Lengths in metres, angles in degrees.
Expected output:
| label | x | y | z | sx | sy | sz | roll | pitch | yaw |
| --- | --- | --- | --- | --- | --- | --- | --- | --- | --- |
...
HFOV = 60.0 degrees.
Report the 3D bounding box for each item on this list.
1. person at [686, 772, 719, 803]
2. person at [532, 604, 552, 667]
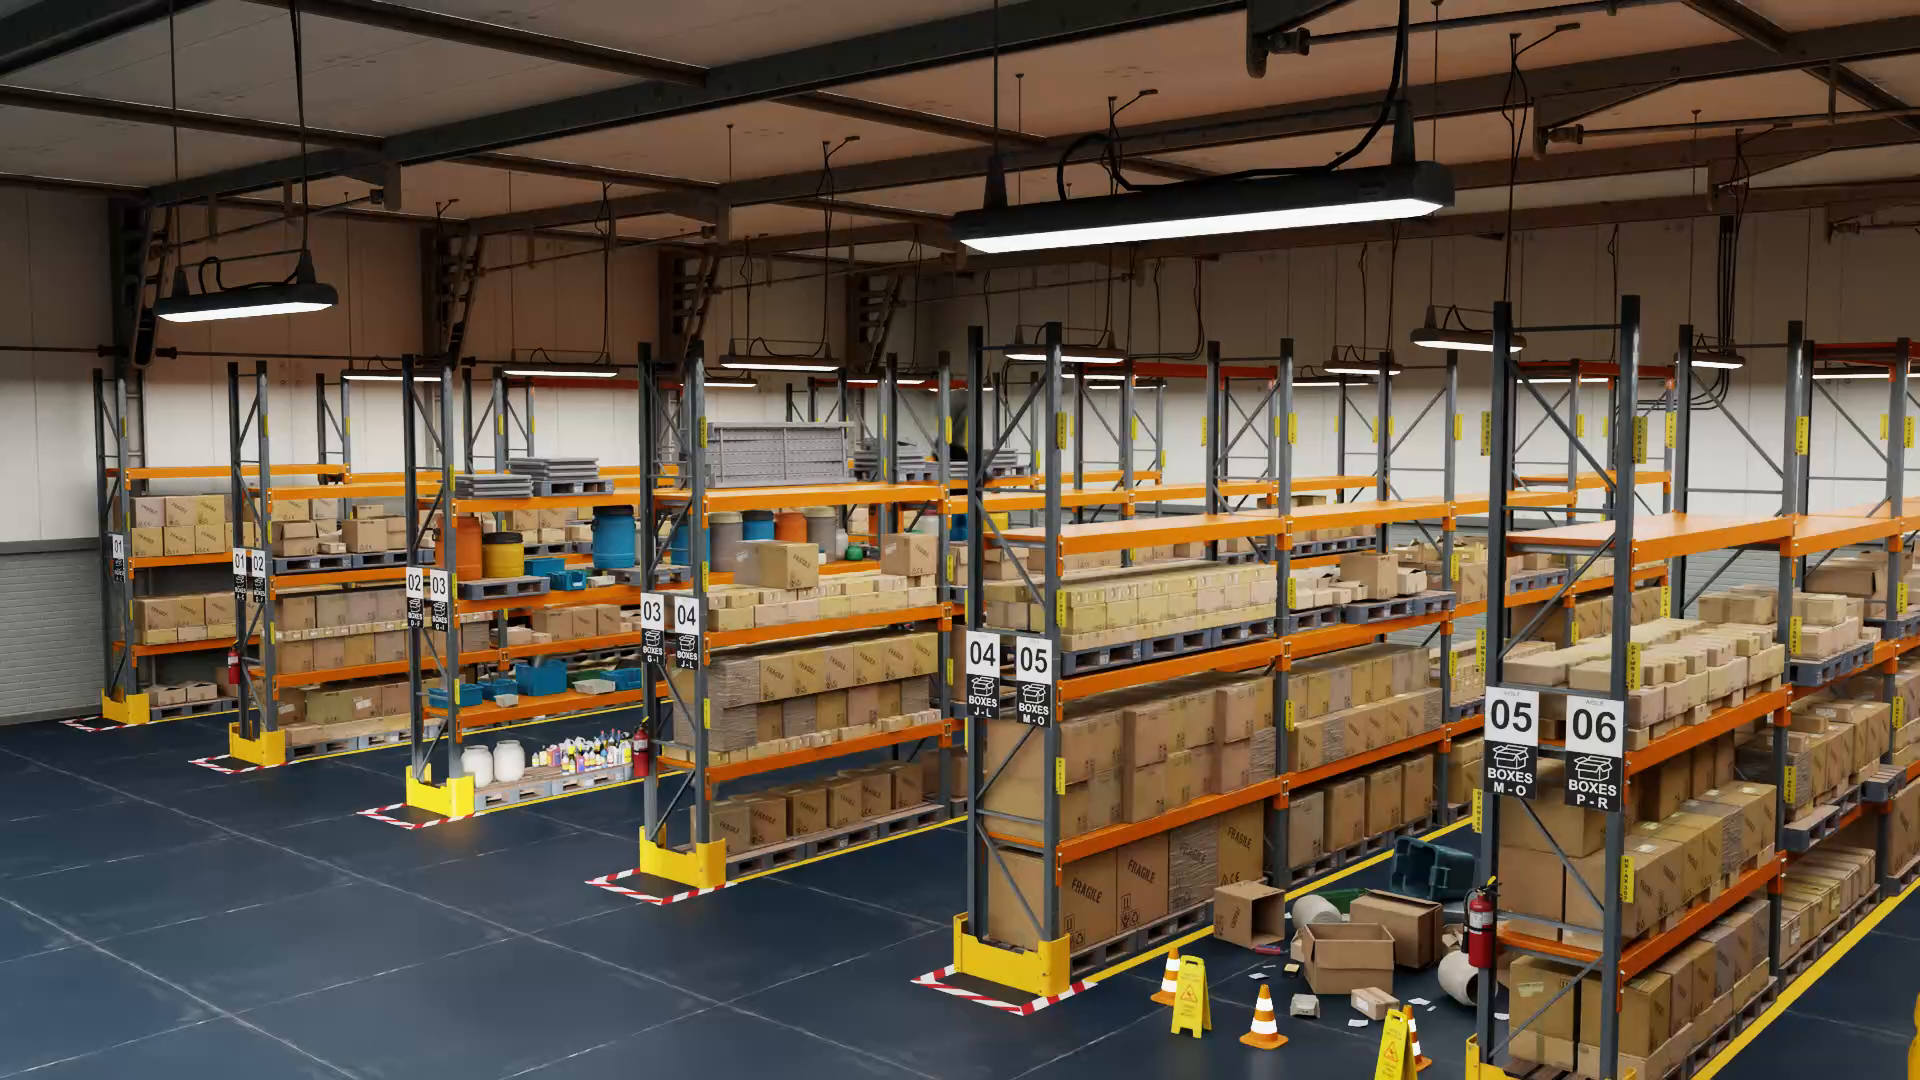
| label | x | y | z | sx | sy | sz | roll | pitch | yaw |
| --- | --- | --- | --- | --- | --- | --- | --- | --- | --- |
| person | -3.267 | 2.728 | 21.519 | 0.699 | 1.744 | 0.596 | 3 | 5 | 31 |
| person | -7.824 | 1.986 | 31.192 | 0.635 | 1.735 | 0.650 | 3 | 5 | 37 |
